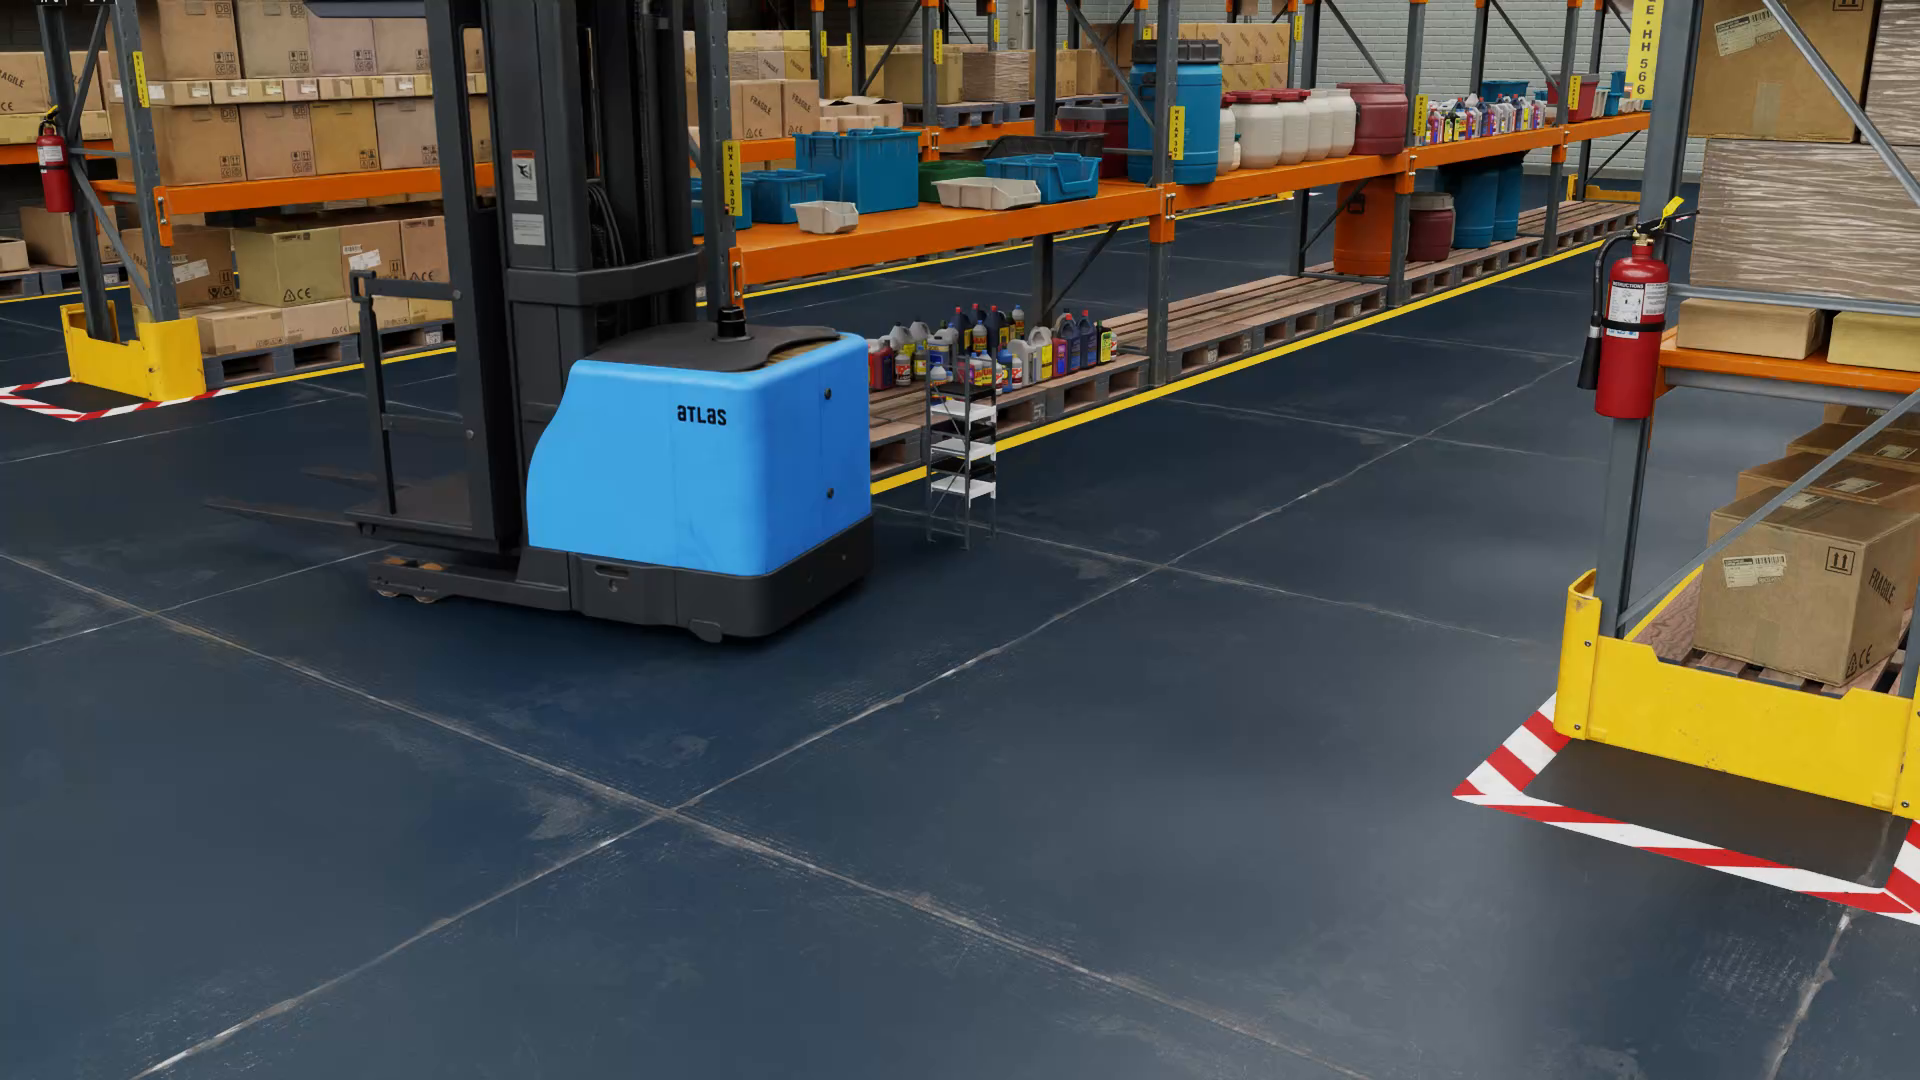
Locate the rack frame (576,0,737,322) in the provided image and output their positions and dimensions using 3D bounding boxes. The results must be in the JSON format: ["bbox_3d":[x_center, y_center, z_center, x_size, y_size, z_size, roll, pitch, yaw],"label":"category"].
[{"bbox_3d":[-1.454,-1.578,7.767,1.000,3.000,0.127,12,21,35],"label":"rack frame"}]

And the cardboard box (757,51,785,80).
[{"bbox_3d":[-2.629,-6.108,21.652,0.500,0.500,0.500,13,21,35],"label":"cardboard box"}]

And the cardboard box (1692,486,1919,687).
[{"bbox_3d":[2.909,0.145,5.726,0.500,0.500,0.500,-15,23,-40],"label":"cardboard box"}]

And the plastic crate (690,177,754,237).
[{"bbox_3d":[-1.396,-1.679,8.343,0.499,0.251,0.616,12,21,35],"label":"plastic crate"}]

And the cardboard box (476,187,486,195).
[{"bbox_3d":[-5.704,-3.844,18.538,0.700,0.500,0.500,12,21,34],"label":"cardboard box"}]

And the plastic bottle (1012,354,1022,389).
[{"bbox_3d":[0.322,-1.006,9.903,0.097,0.201,0.097,0,17,0],"label":"plastic bottle"}]

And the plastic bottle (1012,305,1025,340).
[{"bbox_3d":[0.387,-1.439,11.179,0.097,0.271,0.097,0,17,0],"label":"plastic bottle"}]

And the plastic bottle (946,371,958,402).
[{"bbox_3d":[-0.062,-0.853,9.409,0.097,0.201,0.097,0,17,0],"label":"plastic bottle"}]

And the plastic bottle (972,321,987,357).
[{"bbox_3d":[0.126,-1.263,10.611,0.097,0.271,0.097,0,17,0],"label":"plastic bottle"}]

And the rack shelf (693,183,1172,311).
[{"bbox_3d":[-0.262,-1.711,9.408,1.077,0.370,4.000,12,21,35],"label":"rack shelf"}]

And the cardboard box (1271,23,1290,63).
[{"bbox_3d":[4.059,-6.636,22.199,0.500,0.500,0.500,12,21,34],"label":"cardboard box"}]

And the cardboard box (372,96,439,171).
[{"bbox_3d":[-4.221,-2.980,12.113,0.700,0.500,0.500,13,22,36],"label":"cardboard box"}]

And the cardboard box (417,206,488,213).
[{"bbox_3d":[-3.749,-2.266,12.648,0.500,0.500,0.500,12,21,35],"label":"cardboard box"}]

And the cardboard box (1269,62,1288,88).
[{"bbox_3d":[4.055,-6.158,22.347,0.500,0.500,0.500,13,22,36],"label":"cardboard box"}]

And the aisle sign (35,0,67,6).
[{"bbox_3d":[-5.705,-3.732,10.320,0.394,0.787,0.004,12,21,35],"label":"aisle sign"}]

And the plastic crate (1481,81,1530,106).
[{"bbox_3d":[5.700,-4.629,17.516,0.392,0.384,0.575,12,21,35],"label":"plastic crate"}]

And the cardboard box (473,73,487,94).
[{"bbox_3d":[-3.644,-3.420,12.436,0.380,0.149,0.250,12,21,34],"label":"cardboard box"}]

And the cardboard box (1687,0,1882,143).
[{"bbox_3d":[2.653,-1.545,5.304,0.500,0.500,0.500,12,21,35],"label":"cardboard box"}]

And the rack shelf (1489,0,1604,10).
[{"bbox_3d":[6.888,-6.001,18.167,1.077,0.370,4.000,12,21,35],"label":"rack shelf"}]

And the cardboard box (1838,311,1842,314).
[{"bbox_3d":[2.946,-0.872,5.917,0.380,0.149,0.250,12,21,35],"label":"cardboard box"}]

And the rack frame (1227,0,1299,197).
[{"bbox_3d":[4.104,-6.265,22.860,1.000,3.000,0.127,12,21,35],"label":"rack frame"}]

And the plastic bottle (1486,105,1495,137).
[{"bbox_3d":[4.883,-3.872,15.350,0.061,0.283,0.133,12,21,35],"label":"plastic bottle"}]

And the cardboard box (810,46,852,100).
[{"bbox_3d":[-1.924,-6.456,22.970,0.980,0.700,0.700,13,21,36],"label":"cardboard box"}]

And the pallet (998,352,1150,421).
[{"bbox_3d":[0.496,-1.046,10.757,1.003,0.211,1.213,12,21,35],"label":"pallet"}]

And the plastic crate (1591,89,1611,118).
[{"bbox_3d":[6.754,-4.739,18.046,0.437,0.282,0.530,12,21,35],"label":"plastic crate"}]

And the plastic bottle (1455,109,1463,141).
[{"bbox_3d":[4.414,-3.688,14.777,0.097,0.271,0.097,0,17,0],"label":"plastic bottle"}]

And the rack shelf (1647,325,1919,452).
[{"bbox_3d":[3.715,-0.835,6.589,1.077,0.370,4.000,12,21,35],"label":"rack shelf"}]

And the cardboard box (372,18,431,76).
[{"bbox_3d":[-4.203,-3.609,11.950,0.700,0.500,0.500,12,21,35],"label":"cardboard box"}]

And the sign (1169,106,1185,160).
[{"bbox_3d":[1.365,-2.563,10.472,0.100,0.325,0.005,12,21,35],"label":"sign"}]

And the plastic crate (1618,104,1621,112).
[{"bbox_3d":[7.247,-4.854,18.661,0.298,0.136,0.250,12,21,35],"label":"plastic crate"}]

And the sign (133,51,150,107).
[{"bbox_3d":[-4.988,-2.806,10.128,0.100,0.325,0.005,12,21,35],"label":"sign"}]

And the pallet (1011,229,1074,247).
[{"bbox_3d":[0.539,-3.488,18.621,1.003,0.211,1.213,12,21,35],"label":"pallet"}]

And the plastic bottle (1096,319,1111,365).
[{"bbox_3d":[0.908,-1.271,10.616,0.061,0.283,0.133,14,22,37],"label":"plastic bottle"}]

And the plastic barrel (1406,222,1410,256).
[{"bbox_3d":[3.855,-2.766,15.078,0.421,0.512,0.421,0,17,0],"label":"plastic barrel"}]

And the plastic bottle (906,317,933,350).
[{"bbox_3d":[-0.251,-1.211,10.309,0.144,0.351,0.185,12,21,34],"label":"plastic bottle"}]

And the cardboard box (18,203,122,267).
[{"bbox_3d":[-8.109,-2.795,15.161,0.700,0.500,0.500,11,20,31],"label":"cardboard box"}]

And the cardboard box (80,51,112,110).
[{"bbox_3d":[-7.662,-4.172,15.076,0.500,0.500,0.500,12,21,33],"label":"cardboard box"}]

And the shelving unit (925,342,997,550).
[{"bbox_3d":[0.005,-0.432,7.617,0.258,0.900,0.210,12,21,35],"label":"shelving unit"}]

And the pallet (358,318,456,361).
[{"bbox_3d":[-4.280,-1.601,12.544,1.003,0.211,1.213,12,21,35],"label":"pallet"}]

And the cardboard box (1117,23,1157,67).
[{"bbox_3d":[2.227,-5.900,19.830,0.500,0.500,0.500,13,22,36],"label":"cardboard box"}]

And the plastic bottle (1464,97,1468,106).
[{"bbox_3d":[5.135,-4.368,16.950,0.061,0.283,0.133,12,21,35],"label":"plastic bottle"}]

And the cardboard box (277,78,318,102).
[{"bbox_3d":[-4.566,-3.049,11.243,0.380,0.149,0.250,12,21,34],"label":"cardboard box"}]

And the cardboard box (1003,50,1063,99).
[{"bbox_3d":[0.717,-5.129,18.325,0.700,0.500,0.500,7,19,21],"label":"cardboard box"}]

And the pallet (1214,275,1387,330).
[{"bbox_3d":[2.820,-1.974,13.744,1.003,0.211,1.213,12,21,35],"label":"pallet"}]

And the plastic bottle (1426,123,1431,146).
[{"bbox_3d":[3.979,-3.480,14.228,0.097,0.201,0.097,0,17,0],"label":"plastic bottle"}]

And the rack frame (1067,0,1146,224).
[{"bbox_3d":[1.720,-5.312,19.792,1.000,3.000,0.127,12,21,35],"label":"rack frame"}]

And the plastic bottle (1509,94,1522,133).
[{"bbox_3d":[5.301,-4.092,15.945,0.144,0.351,0.185,12,21,35],"label":"plastic bottle"}]

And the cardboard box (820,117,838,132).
[{"bbox_3d":[-1.378,-3.926,15.751,0.380,0.149,0.250,14,22,39],"label":"cardboard box"}]

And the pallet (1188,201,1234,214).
[{"bbox_3d":[2.857,-4.436,21.672,1.003,0.211,1.213,12,21,35],"label":"pallet"}]

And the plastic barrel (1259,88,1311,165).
[{"bbox_3d":[2.370,-3.062,12.318,0.433,0.535,0.433,0,17,0],"label":"plastic barrel"}]

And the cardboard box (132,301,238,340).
[{"bbox_3d":[-5.348,-1.521,11.513,0.500,0.250,0.500,12,21,35],"label":"cardboard box"}]

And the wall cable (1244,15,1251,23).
[{"bbox_3d":[3.780,-9.805,29.381,3.097,2.526,0.112,12,21,35],"label":"wall cable"}]

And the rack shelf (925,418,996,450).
[{"bbox_3d":[0.005,-0.486,7.600,0.258,0.077,0.200,12,21,35],"label":"rack shelf"}]

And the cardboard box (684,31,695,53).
[{"bbox_3d":[-3.552,-6.102,20.367,0.500,0.250,0.500,13,21,35],"label":"cardboard box"}]

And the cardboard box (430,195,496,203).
[{"bbox_3d":[-3.866,-2.477,13.325,0.500,0.500,0.500,12,21,35],"label":"cardboard box"}]

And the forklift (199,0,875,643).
[{"bbox_3d":[-1.930,-1.271,6.894,3.031,2.935,1.130,7,19,22],"label":"forklift"}]

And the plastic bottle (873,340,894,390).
[{"bbox_3d":[-0.454,-1.042,9.880,0.061,0.283,0.133,12,21,35],"label":"plastic bottle"}]
